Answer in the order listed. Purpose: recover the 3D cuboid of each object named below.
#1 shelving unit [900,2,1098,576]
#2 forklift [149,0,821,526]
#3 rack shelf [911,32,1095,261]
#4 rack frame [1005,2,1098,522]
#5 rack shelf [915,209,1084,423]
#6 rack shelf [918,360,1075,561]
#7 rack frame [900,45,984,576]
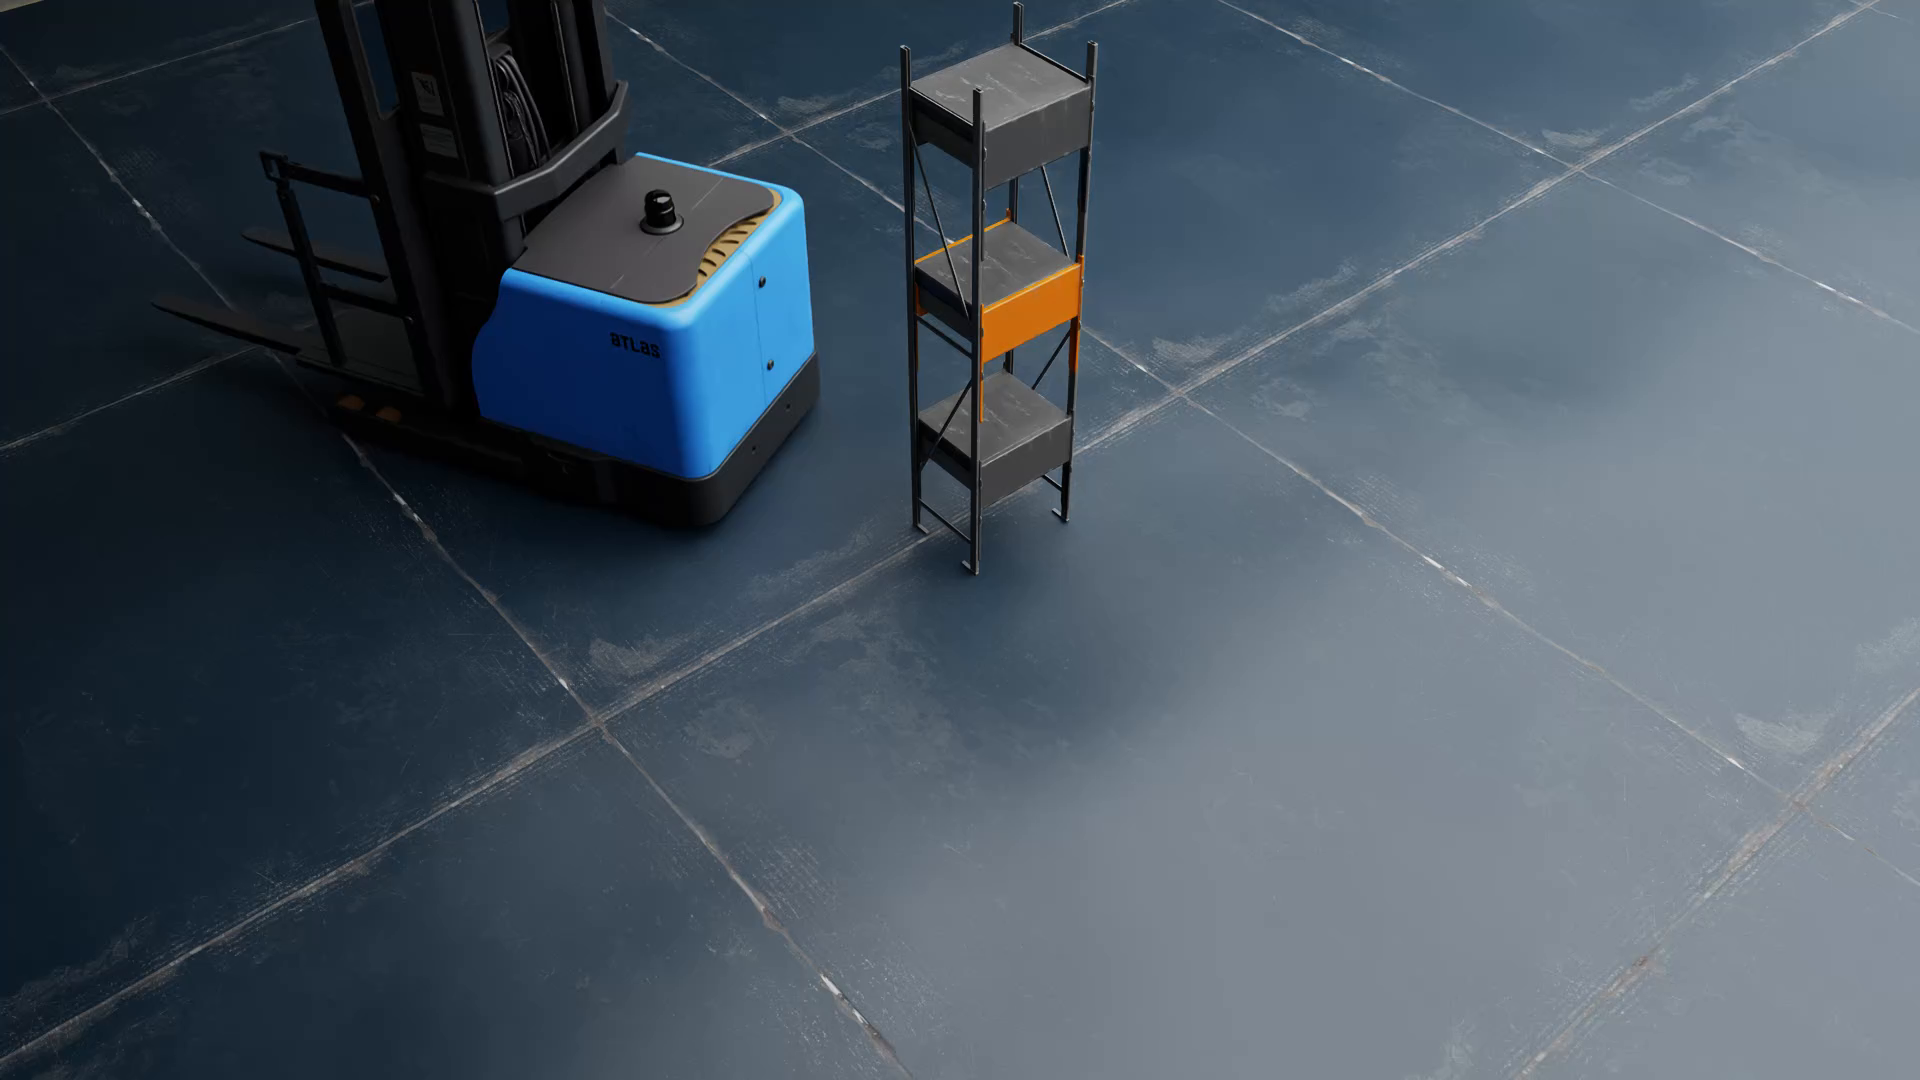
[{"bbox_3d":[0.127,-0.838,6.109,0.503,2.100,0.431,-30,51,-28],"label":"shelving unit"},{"bbox_3d":[-2.180,-1.792,6.517,3.031,2.935,1.130,17,46,17],"label":"forklift"},{"bbox_3d":[0.127,-1.338,5.639,0.480,0.518,0.431,-30,51,-28],"label":"rack shelf"},{"bbox_3d":[0.314,-0.945,6.223,0.015,2.100,0.400,-30,51,-28],"label":"rack frame"},{"bbox_3d":[0.127,-0.828,6.118,0.480,0.518,0.431,-30,51,-28],"label":"rack shelf"},{"bbox_3d":[0.127,-0.318,6.597,0.480,0.518,0.431,-30,51,-28],"label":"rack shelf"},{"bbox_3d":[-0.060,-0.731,5.994,0.015,2.100,0.400,-30,51,-28],"label":"rack frame"}]
